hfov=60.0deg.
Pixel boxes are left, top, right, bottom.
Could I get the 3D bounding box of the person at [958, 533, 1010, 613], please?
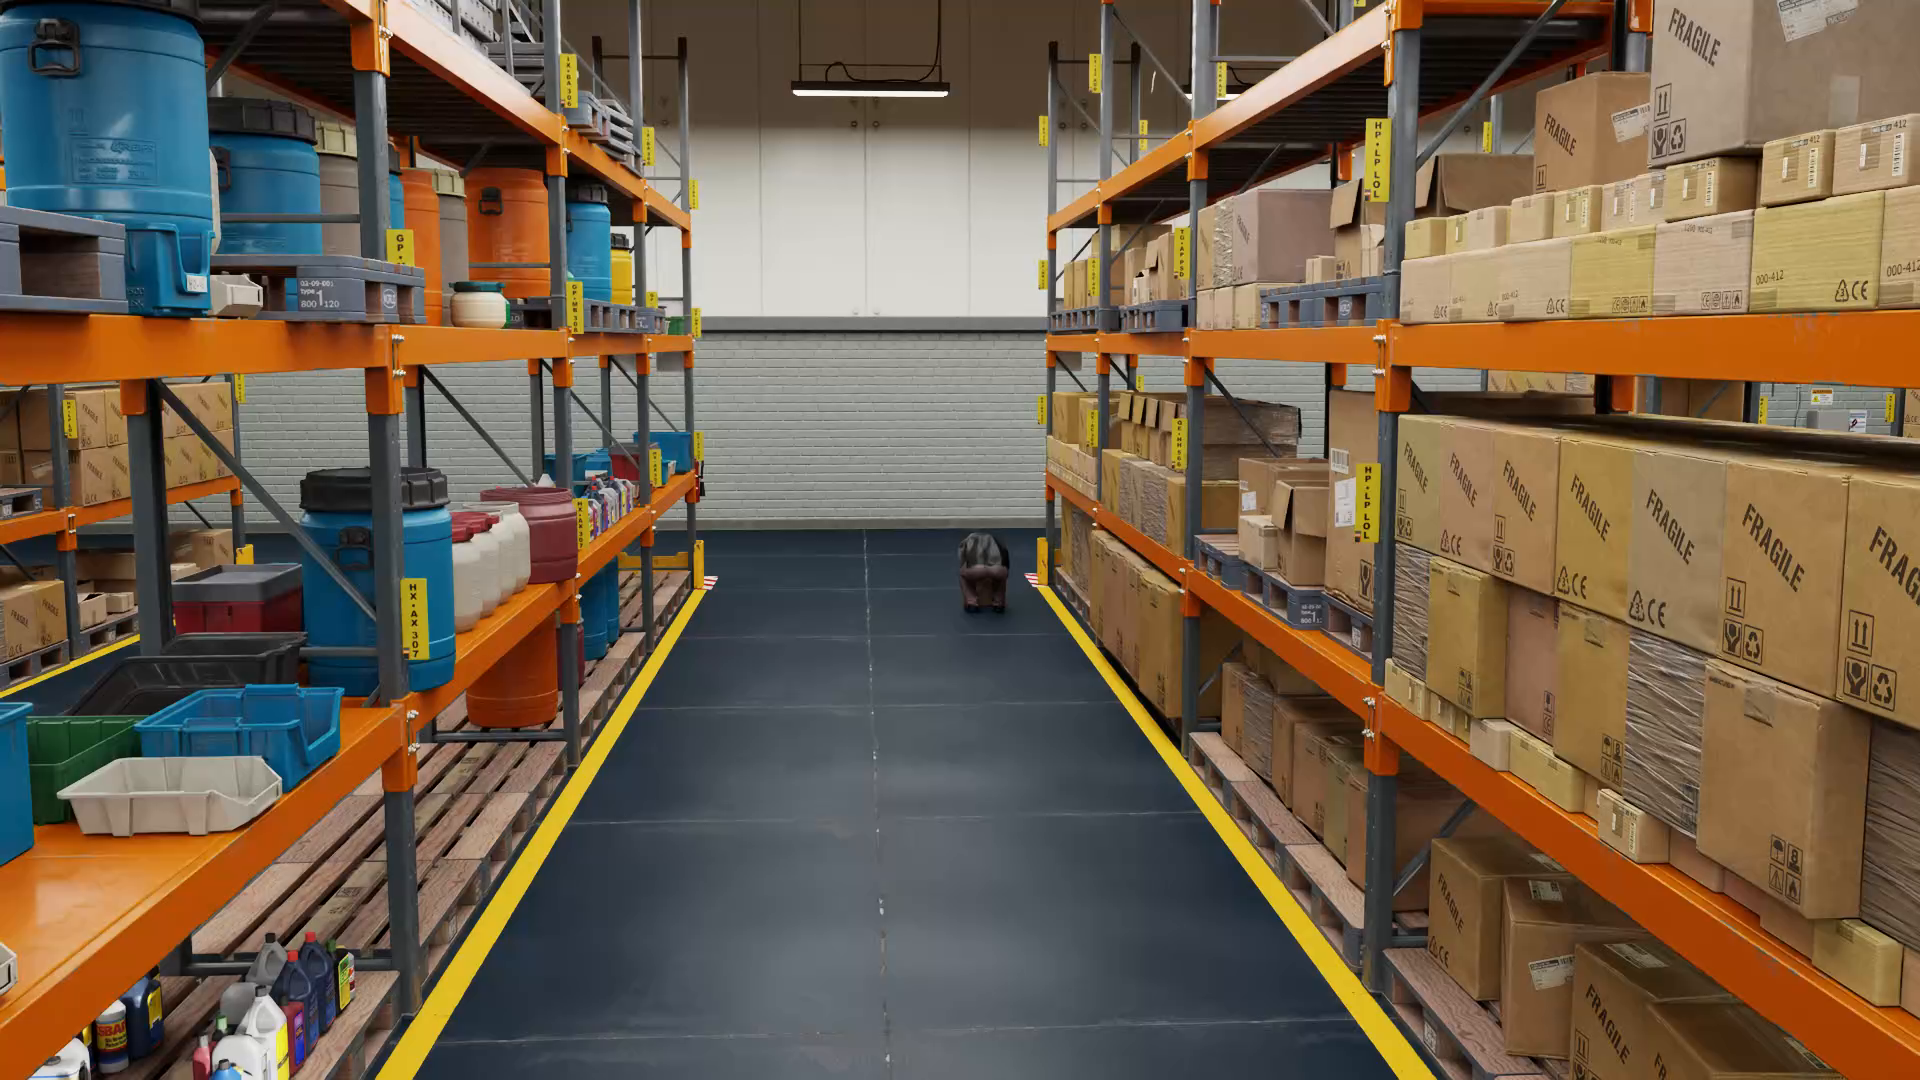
[{"bbox_3d":[0.238,0.329,17.154,0.508,0.794,0.942,-1,7,-5],"label":"person"}]
